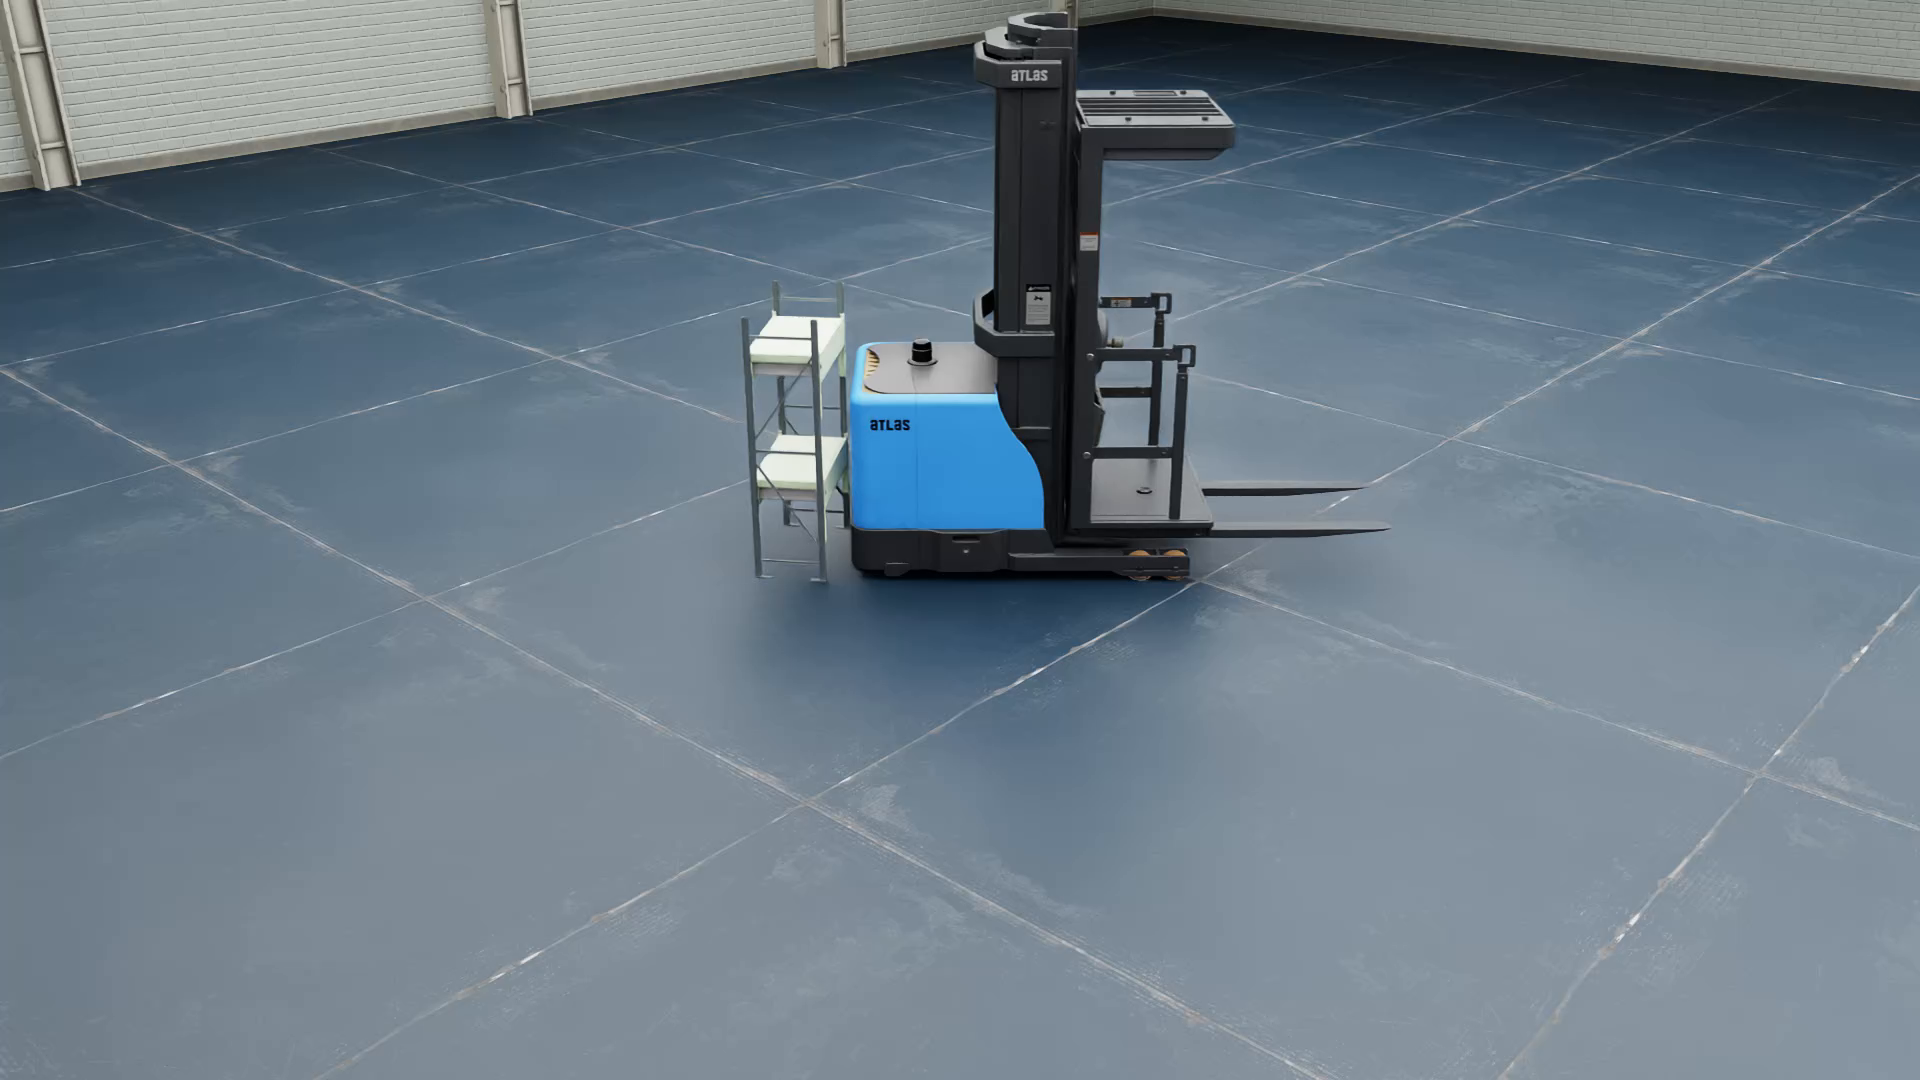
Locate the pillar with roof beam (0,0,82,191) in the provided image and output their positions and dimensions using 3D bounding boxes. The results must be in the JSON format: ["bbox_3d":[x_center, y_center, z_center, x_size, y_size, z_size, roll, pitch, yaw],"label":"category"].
[{"bbox_3d":[-6.869,-6.886,14.109,9.100,9.000,0.400,20,31,38],"label":"pillar with roof beam"}]

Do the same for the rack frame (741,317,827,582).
[{"bbox_3d":[-0.941,-0.467,8.958,0.400,1.500,0.023,3,24,6],"label":"rack frame"}]

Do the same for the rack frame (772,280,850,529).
[{"bbox_3d":[-0.854,-0.764,9.621,0.400,1.500,0.023,3,24,6],"label":"rack frame"}]

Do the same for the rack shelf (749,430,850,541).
[{"bbox_3d":[-0.898,-0.318,9.423,0.431,0.370,0.720,3,24,6],"label":"rack shelf"}]

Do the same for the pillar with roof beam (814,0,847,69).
[{"bbox_3d":[1.140,-10.542,22.263,9.100,9.000,0.400,20,31,38],"label":"pillar with roof beam"}]

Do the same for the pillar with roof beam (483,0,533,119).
[{"bbox_3d":[-2.864,-8.714,18.186,9.100,9.000,0.400,20,31,38],"label":"pillar with roof beam"}]

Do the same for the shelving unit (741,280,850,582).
[{"bbox_3d":[-0.898,-0.615,9.289,0.431,1.500,0.755,3,24,6],"label":"shelving unit"}]

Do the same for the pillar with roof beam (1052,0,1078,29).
[{"bbox_3d":[5.145,-12.370,26.340,9.100,9.000,0.400,20,31,38],"label":"pillar with roof beam"}]

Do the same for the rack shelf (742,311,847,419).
[{"bbox_3d":[-0.898,-0.971,9.130,0.431,0.370,0.720,3,24,6],"label":"rack shelf"}]

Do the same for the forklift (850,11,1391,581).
[{"bbox_3d":[0.906,-1.328,9.128,3.031,2.935,1.130,0,24,-1],"label":"forklift"}]
